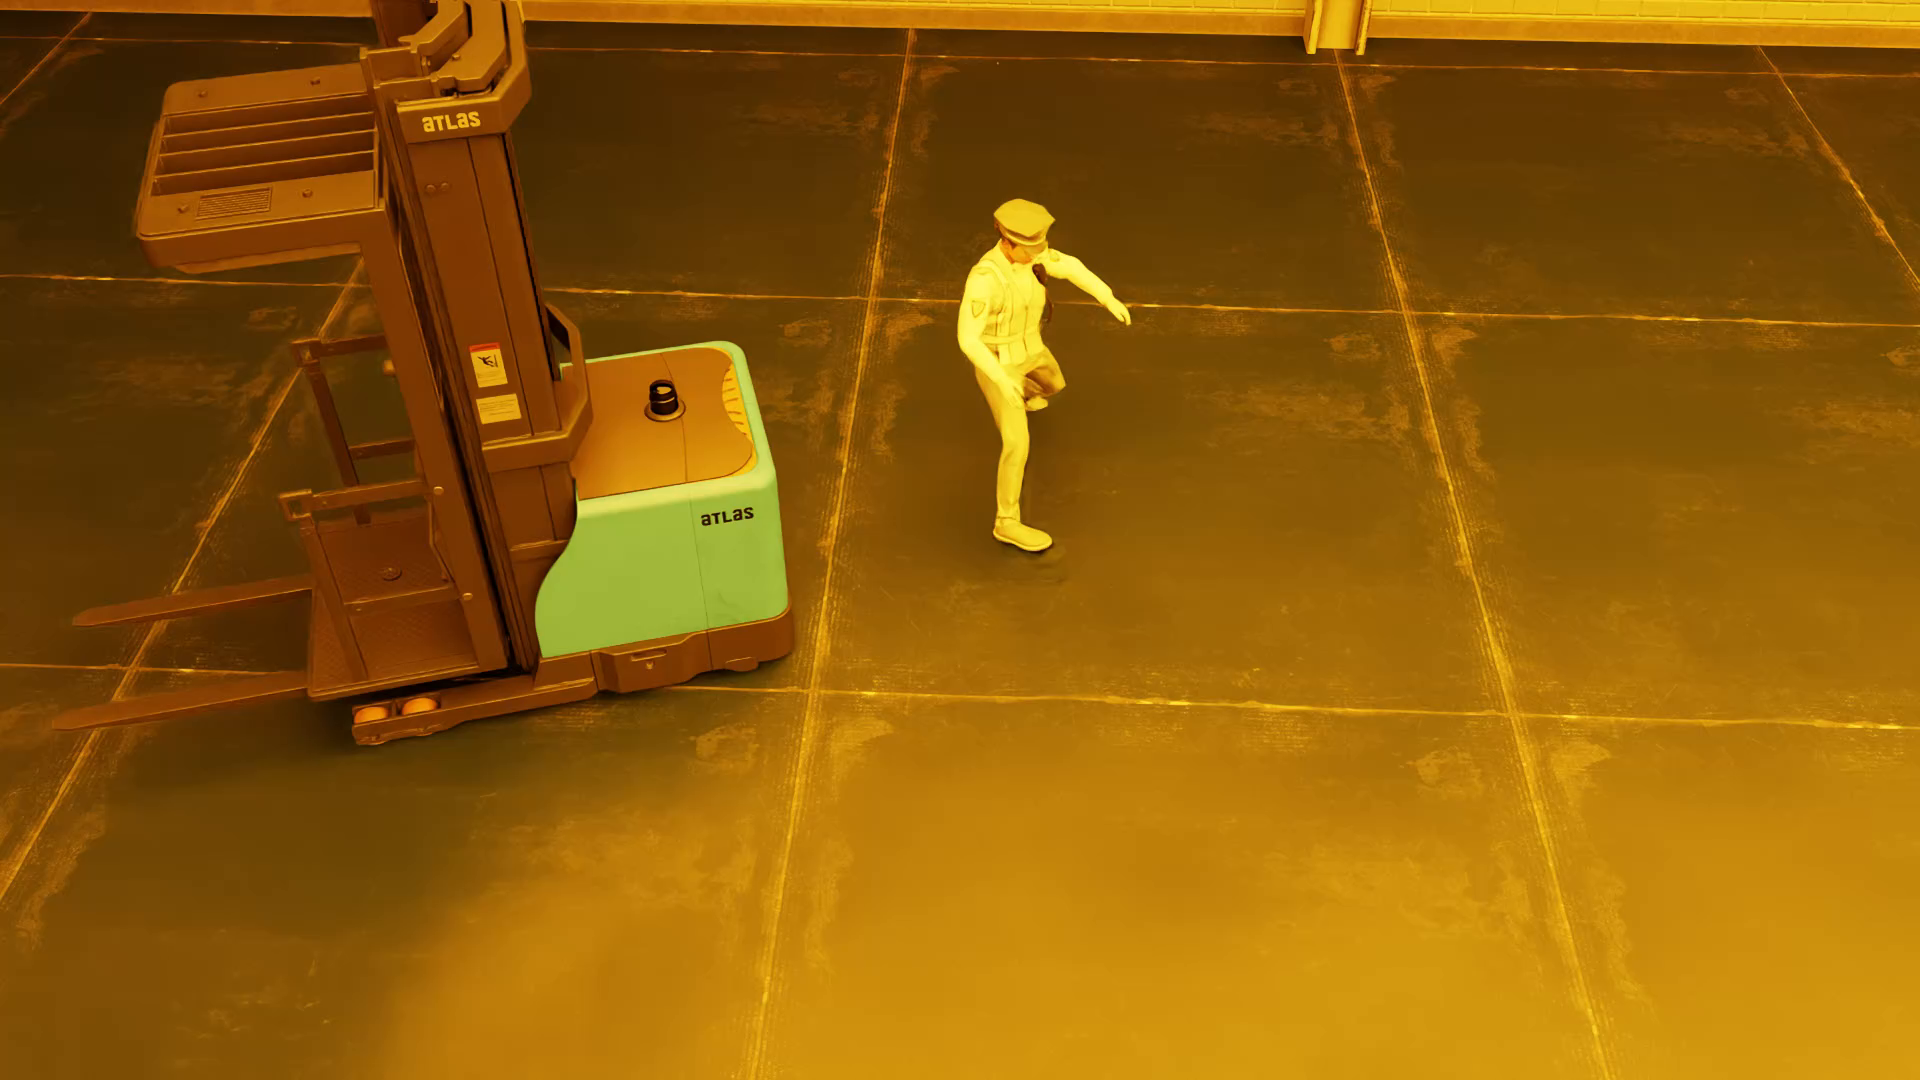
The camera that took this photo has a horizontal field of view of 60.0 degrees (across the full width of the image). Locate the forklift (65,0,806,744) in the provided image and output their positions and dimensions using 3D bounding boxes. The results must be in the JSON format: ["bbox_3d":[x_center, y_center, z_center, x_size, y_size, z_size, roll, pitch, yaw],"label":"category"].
[{"bbox_3d":[-2.251,-0.628,6.430,3.031,2.935,1.130,-10,43,-10],"label":"forklift"}]

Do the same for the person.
[{"bbox_3d":[0.303,-0.947,7.874,0.900,1.527,0.780,-31,51,-30],"label":"person"}]
